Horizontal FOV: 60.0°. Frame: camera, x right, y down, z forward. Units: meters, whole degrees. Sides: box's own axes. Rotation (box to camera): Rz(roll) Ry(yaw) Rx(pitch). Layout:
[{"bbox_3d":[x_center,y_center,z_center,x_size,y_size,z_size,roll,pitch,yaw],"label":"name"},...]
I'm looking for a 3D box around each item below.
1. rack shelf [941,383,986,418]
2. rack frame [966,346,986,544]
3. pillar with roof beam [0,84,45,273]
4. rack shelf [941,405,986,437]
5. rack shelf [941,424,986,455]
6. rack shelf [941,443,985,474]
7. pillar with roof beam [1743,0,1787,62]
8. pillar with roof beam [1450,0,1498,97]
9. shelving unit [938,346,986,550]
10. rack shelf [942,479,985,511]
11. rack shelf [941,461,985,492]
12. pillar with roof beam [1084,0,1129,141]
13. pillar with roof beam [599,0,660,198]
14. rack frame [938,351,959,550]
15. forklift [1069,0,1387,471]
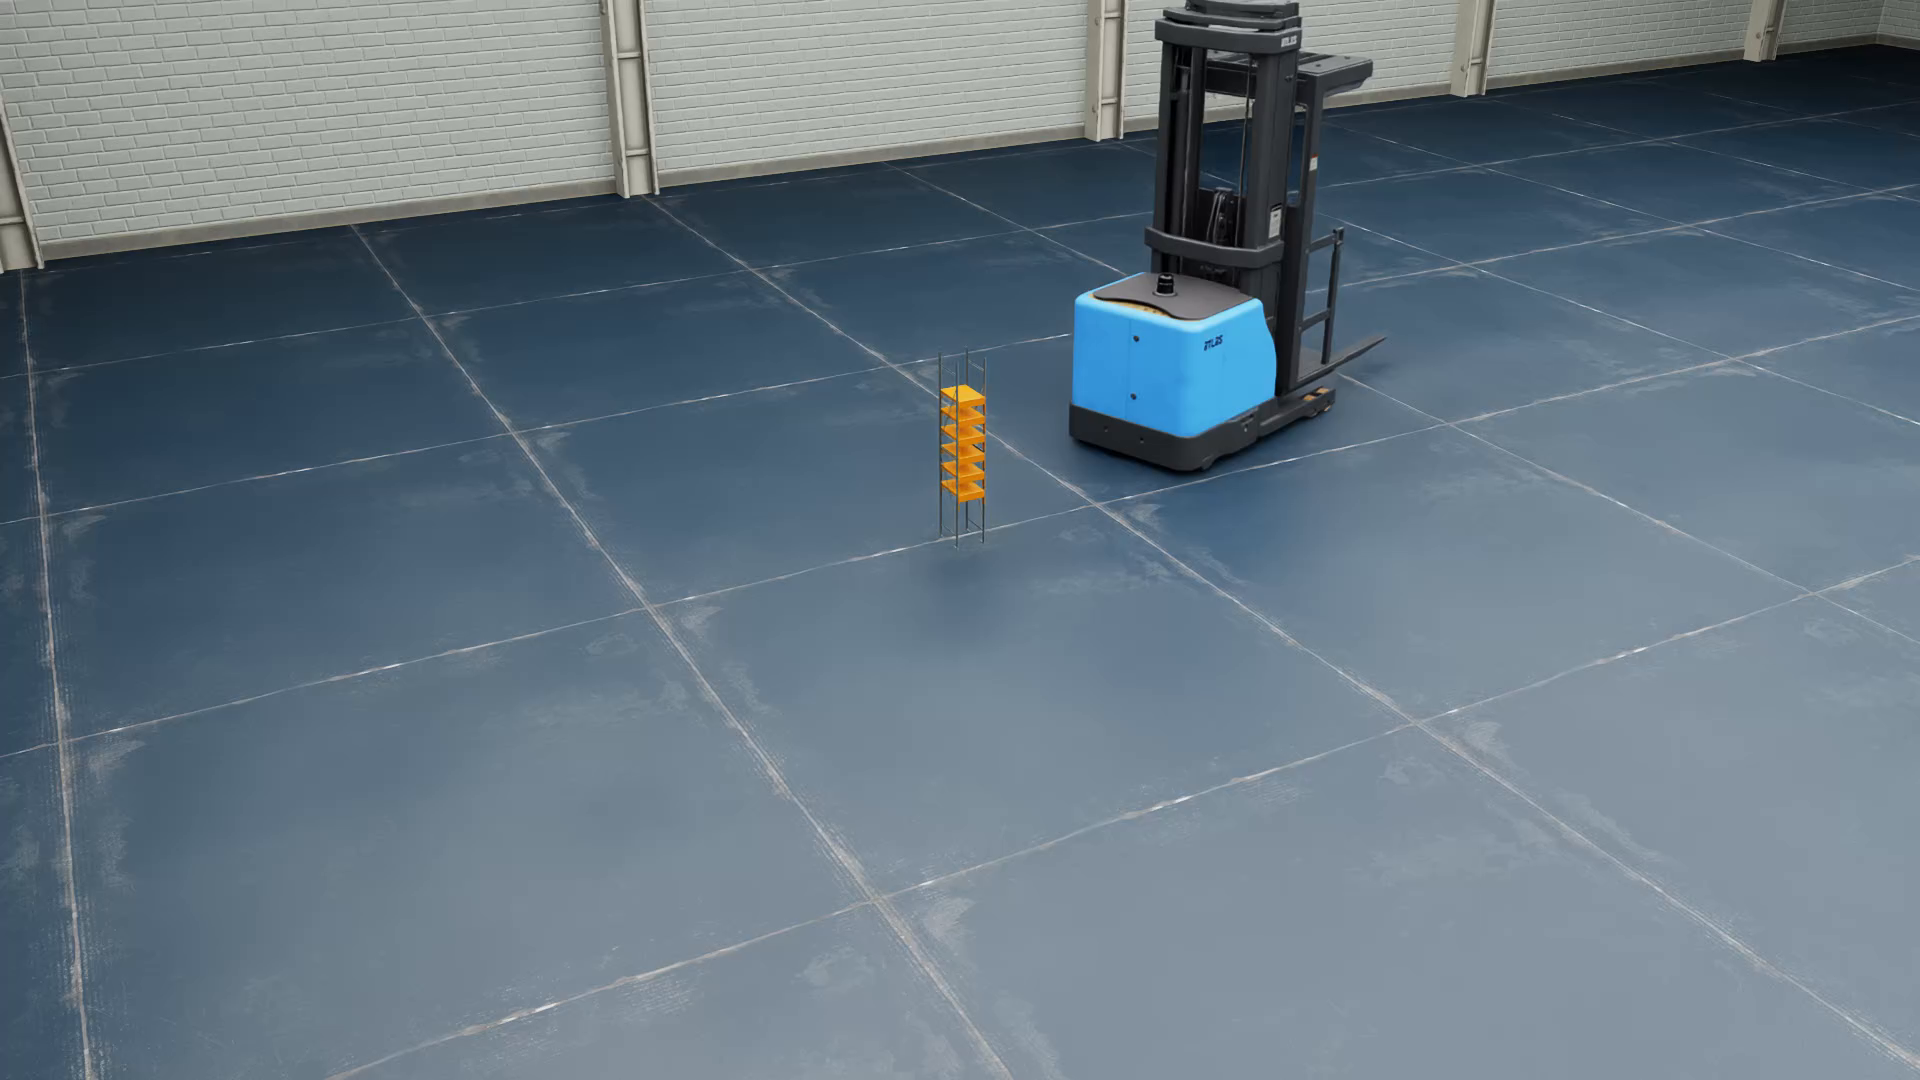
[{"bbox_3d":[0.013,-0.828,9.860,0.180,0.103,0.258,-13,29,-25],"label":"rack shelf"},{"bbox_3d":[0.094,-0.562,10.035,0.006,1.200,0.240,-13,29,-25],"label":"rack frame"},{"bbox_3d":[-6.781,-4.974,10.213,0.400,9.000,9.100,-13,29,-25],"label":"pillar with roof beam"},{"bbox_3d":[0.013,-0.720,9.912,0.180,0.103,0.258,-13,29,-25],"label":"rack shelf"},{"bbox_3d":[0.013,-0.612,9.964,0.180,0.103,0.258,-13,29,-25],"label":"rack shelf"},{"bbox_3d":[0.013,-0.504,10.016,0.180,0.103,0.258,-13,29,-25],"label":"rack shelf"},{"bbox_3d":[14.396,-9.862,20.393,0.400,9.000,9.100,-13,29,-25],"label":"pillar with roof beam"},{"bbox_3d":[9.101,-8.640,17.848,0.400,9.000,9.100,-13,29,-25],"label":"pillar with roof beam"},{"bbox_3d":[0.013,-0.544,9.996,0.189,1.200,0.258,-13,29,-25],"label":"shelving unit"},{"bbox_3d":[0.013,-0.287,10.120,0.180,0.103,0.258,-13,29,-25],"label":"rack shelf"},{"bbox_3d":[0.013,-0.396,10.068,0.180,0.103,0.258,-13,29,-25],"label":"rack shelf"},{"bbox_3d":[3.807,-7.418,15.303,0.400,9.000,9.100,-13,29,-25],"label":"pillar with roof beam"},{"bbox_3d":[-1.487,-6.196,12.758,0.400,9.000,9.100,-13,29,-25],"label":"pillar with roof beam"},{"bbox_3d":[-0.068,-0.525,9.958,0.006,1.200,0.240,-13,29,-25],"label":"rack frame"},{"bbox_3d":[2.112,-2.336,11.729,1.130,2.935,3.031,21,33,37],"label":"forklift"}]
